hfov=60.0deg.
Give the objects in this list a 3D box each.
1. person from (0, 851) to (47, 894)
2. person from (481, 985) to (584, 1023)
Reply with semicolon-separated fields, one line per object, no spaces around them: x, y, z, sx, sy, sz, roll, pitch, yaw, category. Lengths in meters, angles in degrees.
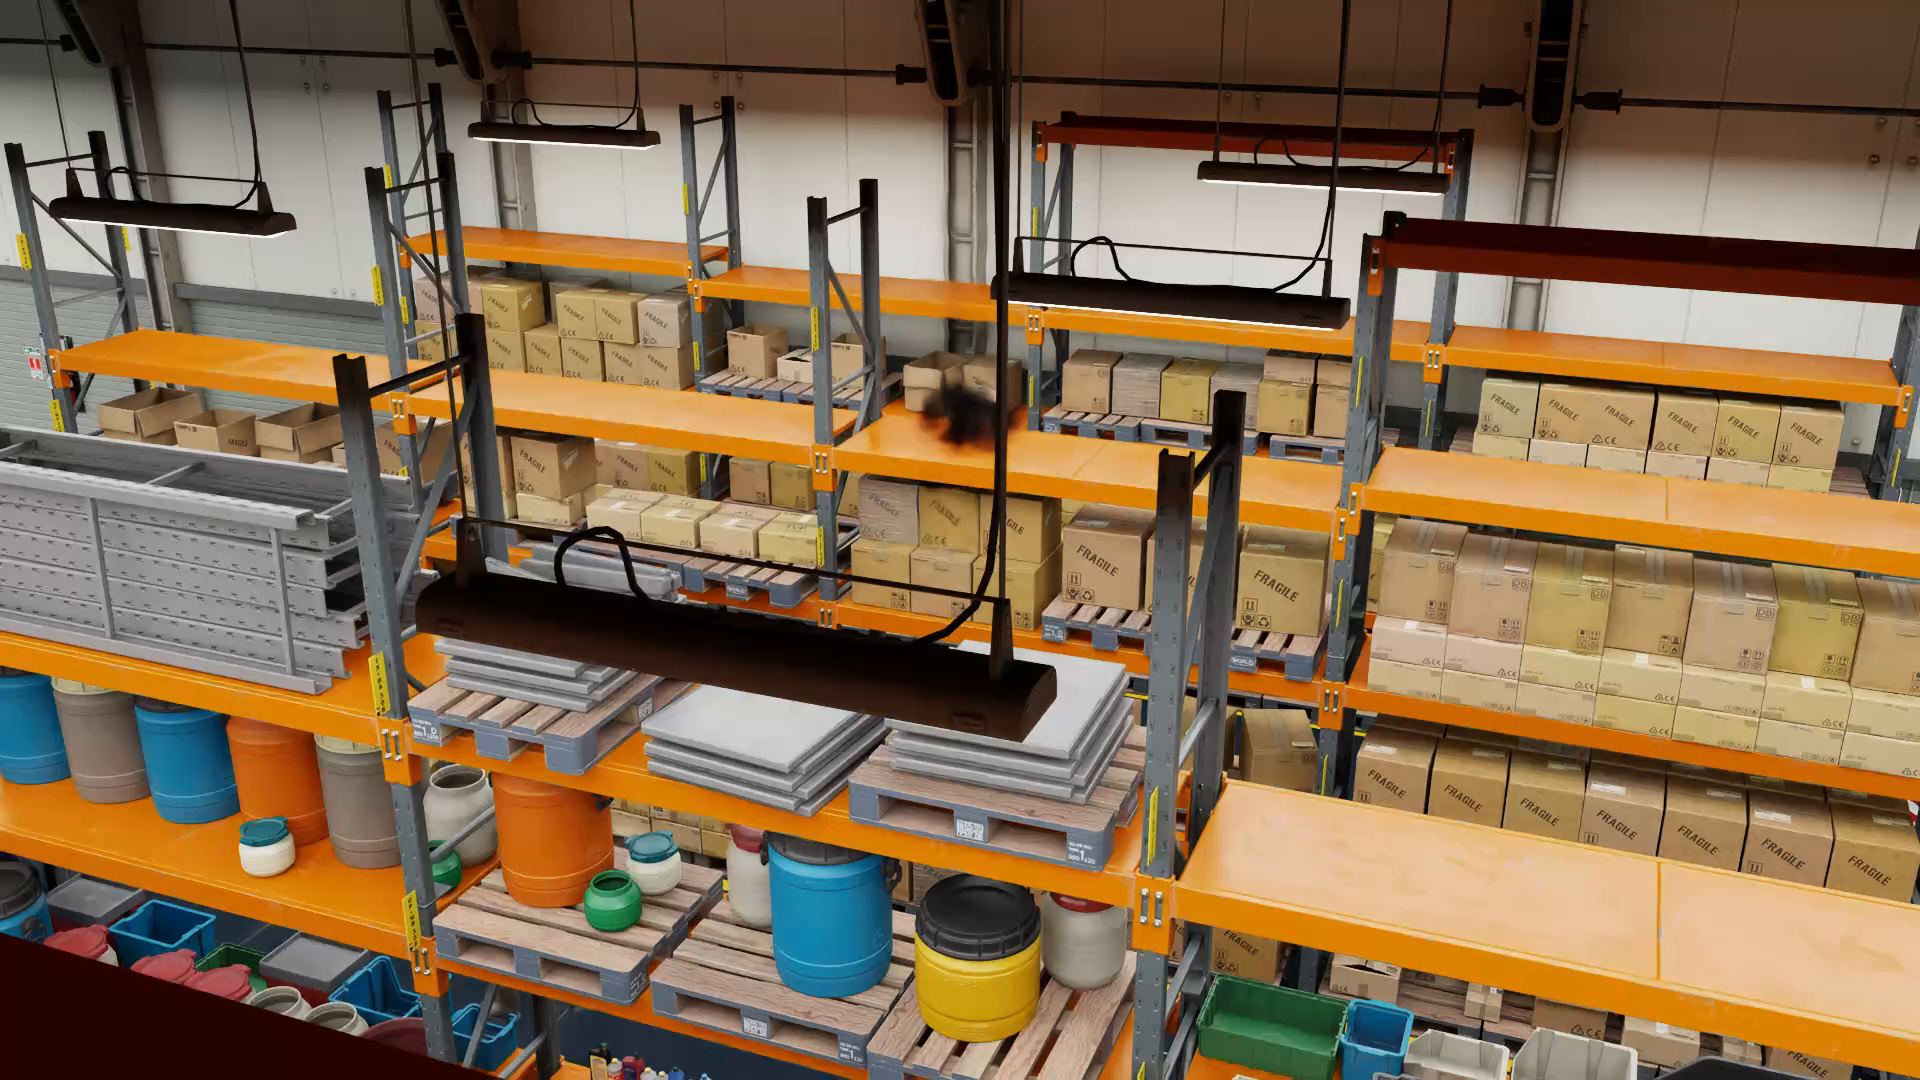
-8.050;2.368;13.911;0.727;1.648;0.590;6;22;15;person
-3.127;2.785;11.902;0.926;1.683;0.677;9;23;22;person
